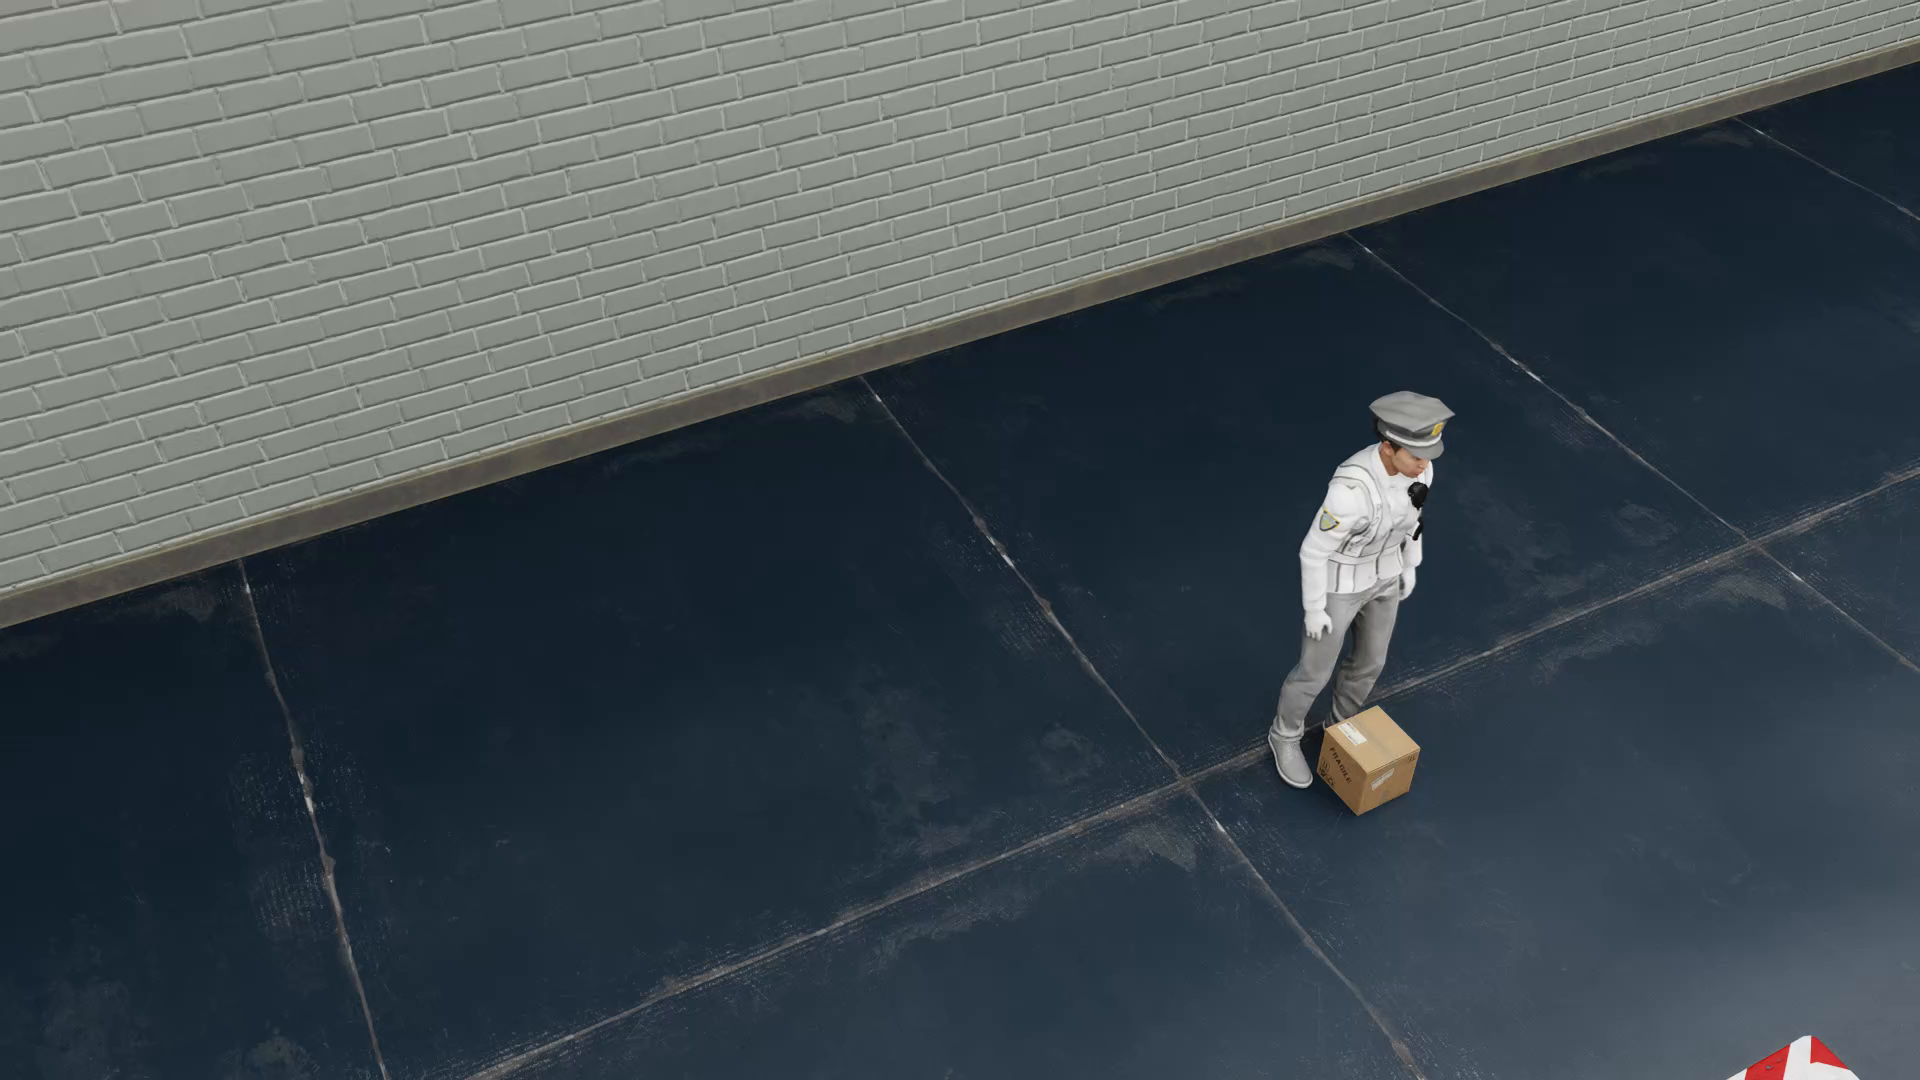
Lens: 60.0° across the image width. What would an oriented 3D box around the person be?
[{"bbox_3d":[1.439,0.171,5.960,0.547,1.666,0.410,-21,46,-22],"label":"person"}]
